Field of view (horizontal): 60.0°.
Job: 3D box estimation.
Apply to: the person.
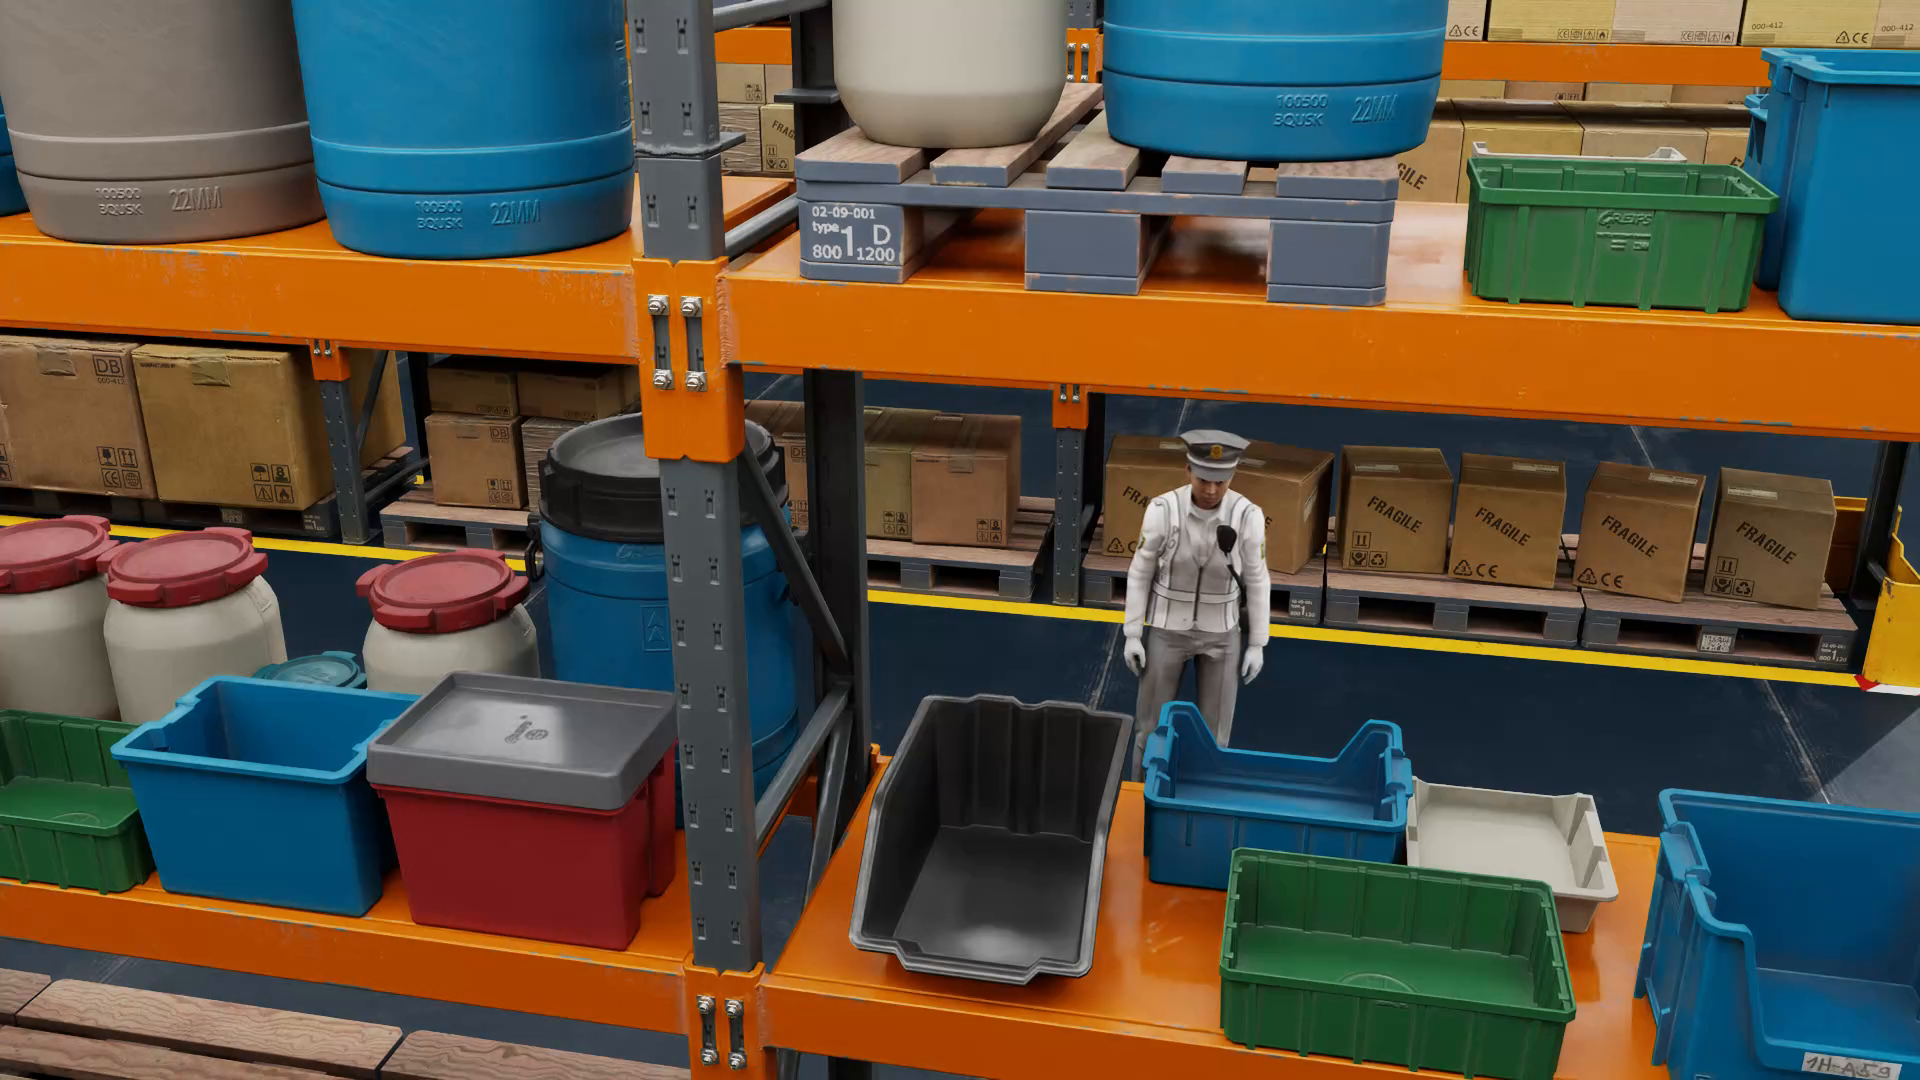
[{"bbox_3d":[0.862,0.383,6.121,0.540,1.662,0.415,3,22,8],"label":"person"}]
